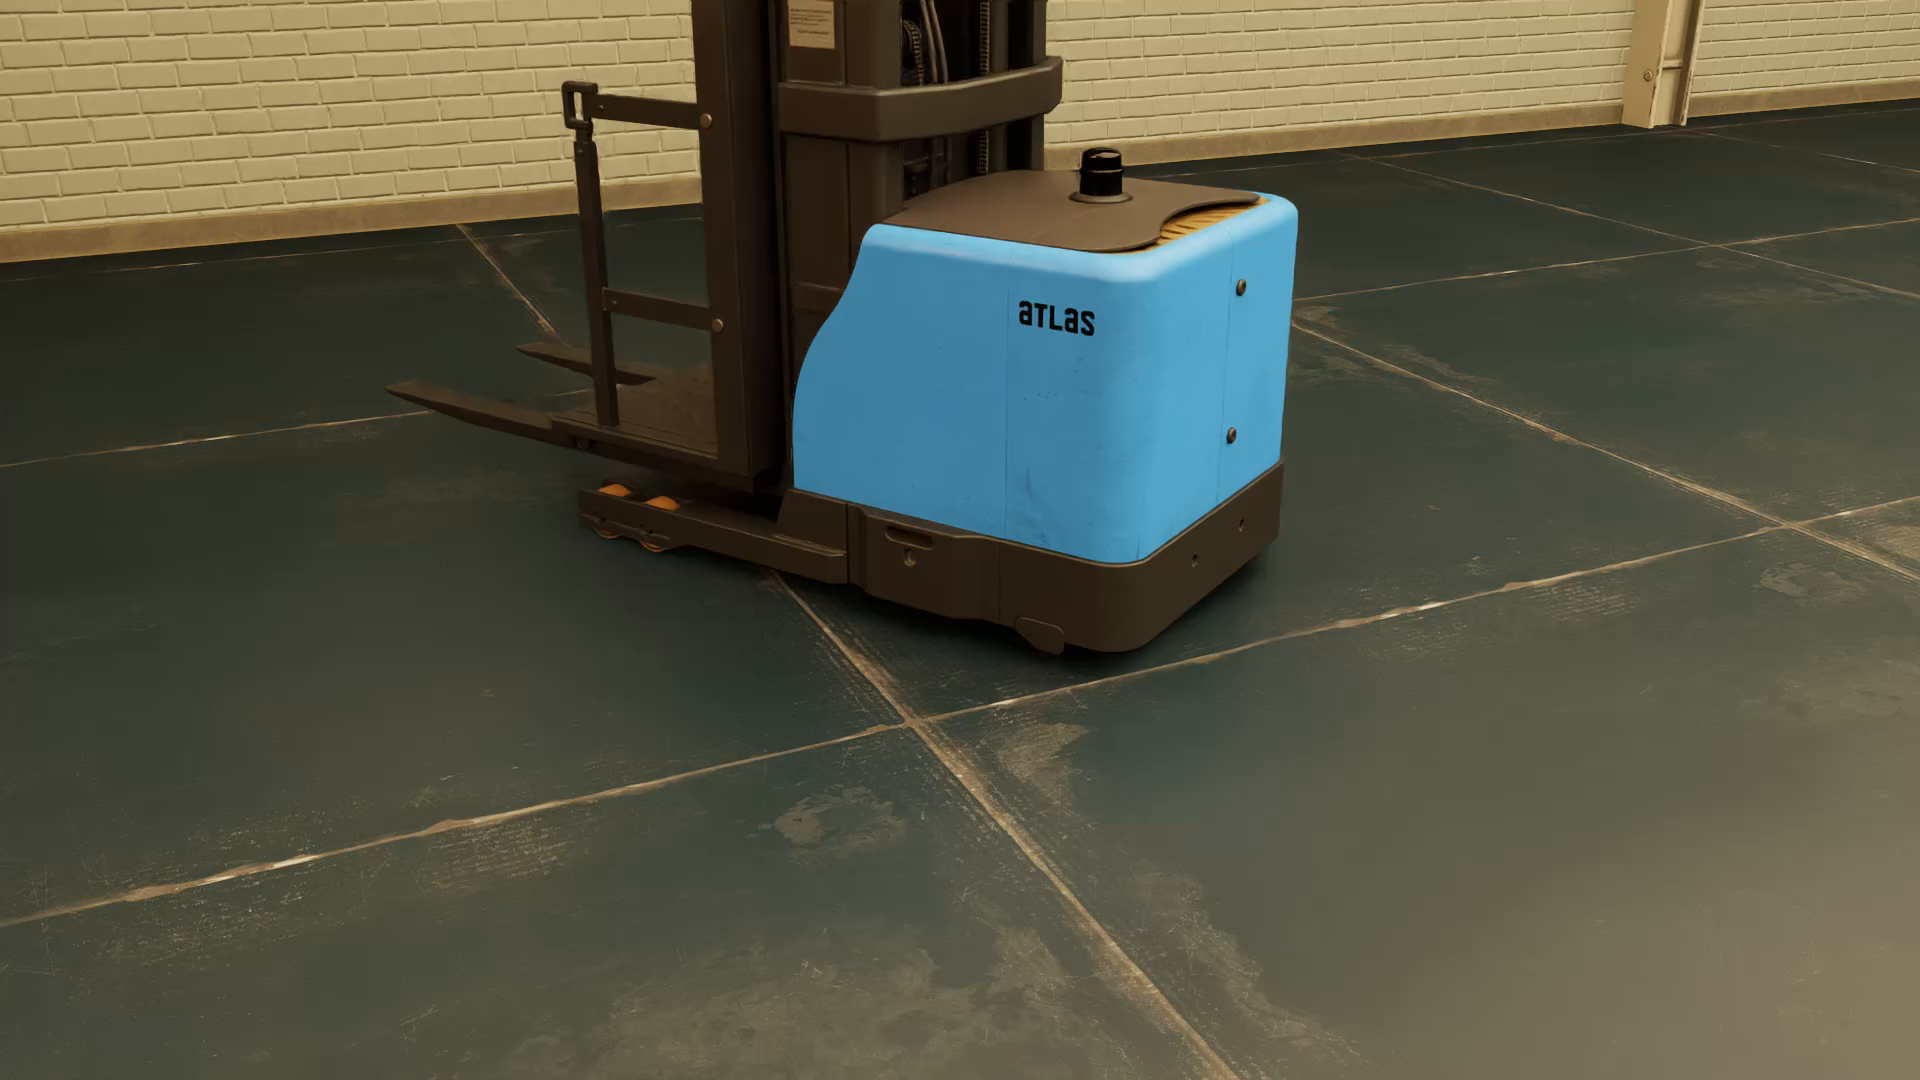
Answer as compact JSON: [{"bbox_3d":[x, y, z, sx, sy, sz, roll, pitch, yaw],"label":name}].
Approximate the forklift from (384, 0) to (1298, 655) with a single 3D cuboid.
[{"bbox_3d":[-0.564,-1.471,4.826,3.031,2.935,1.130,14,26,30],"label":"forklift"}]
